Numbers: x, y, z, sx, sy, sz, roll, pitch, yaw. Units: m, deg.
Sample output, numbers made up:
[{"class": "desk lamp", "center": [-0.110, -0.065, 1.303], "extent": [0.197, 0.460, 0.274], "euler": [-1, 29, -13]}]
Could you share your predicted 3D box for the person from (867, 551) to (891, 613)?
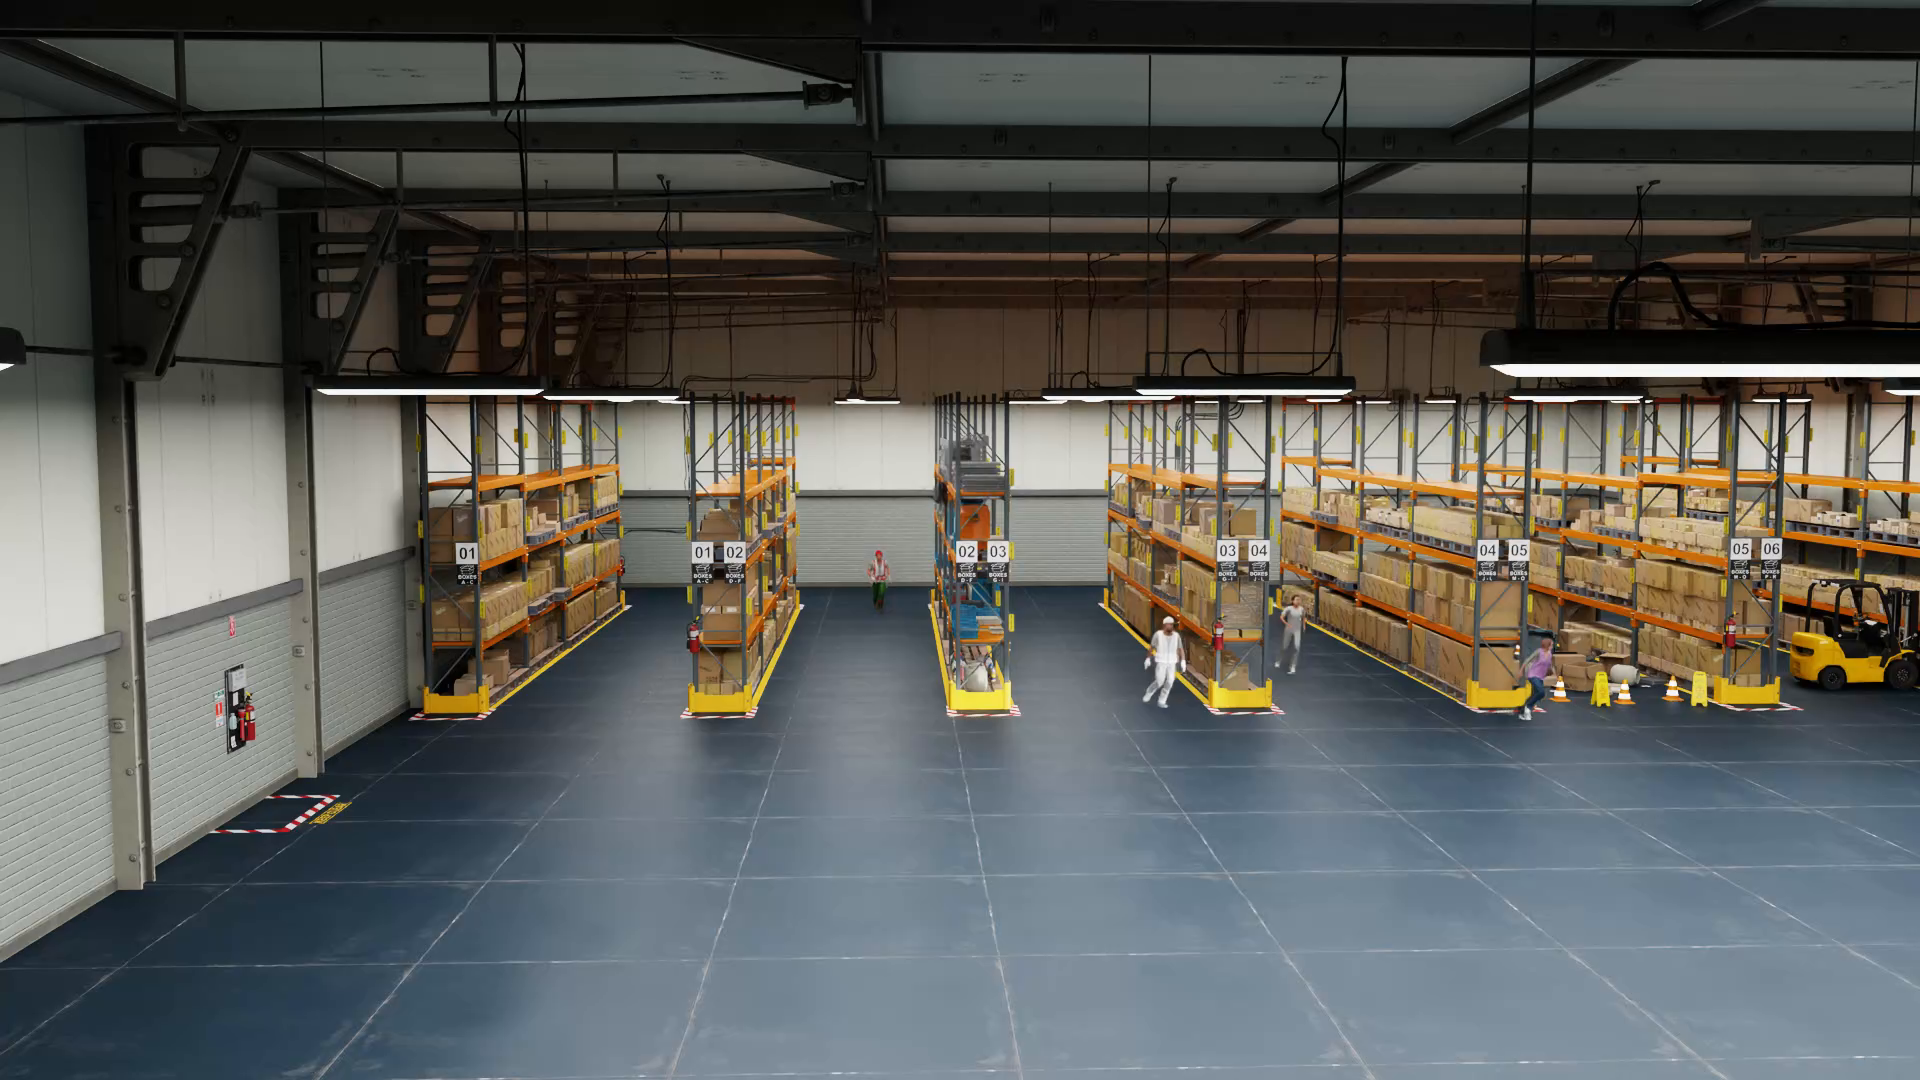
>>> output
[{"class": "person", "center": [-2.277, 1.144, 46.404], "extent": [0.661, 1.739, 0.811], "euler": [-1, 5, -9]}]

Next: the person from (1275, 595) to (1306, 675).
[{"class": "person", "center": [7.200, 2.015, 35.969], "extent": [0.645, 1.683, 0.847], "euler": [-1, 5, -7]}]

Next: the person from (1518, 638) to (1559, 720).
[{"class": "person", "center": [10.547, 2.533, 30.264], "extent": [0.517, 1.524, 0.694], "euler": [-3, 6, -35]}]

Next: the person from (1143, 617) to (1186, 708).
[{"class": "person", "center": [3.864, 2.317, 31.483], "extent": [0.744, 1.737, 0.565], "euler": [-1, 5, -12]}]
